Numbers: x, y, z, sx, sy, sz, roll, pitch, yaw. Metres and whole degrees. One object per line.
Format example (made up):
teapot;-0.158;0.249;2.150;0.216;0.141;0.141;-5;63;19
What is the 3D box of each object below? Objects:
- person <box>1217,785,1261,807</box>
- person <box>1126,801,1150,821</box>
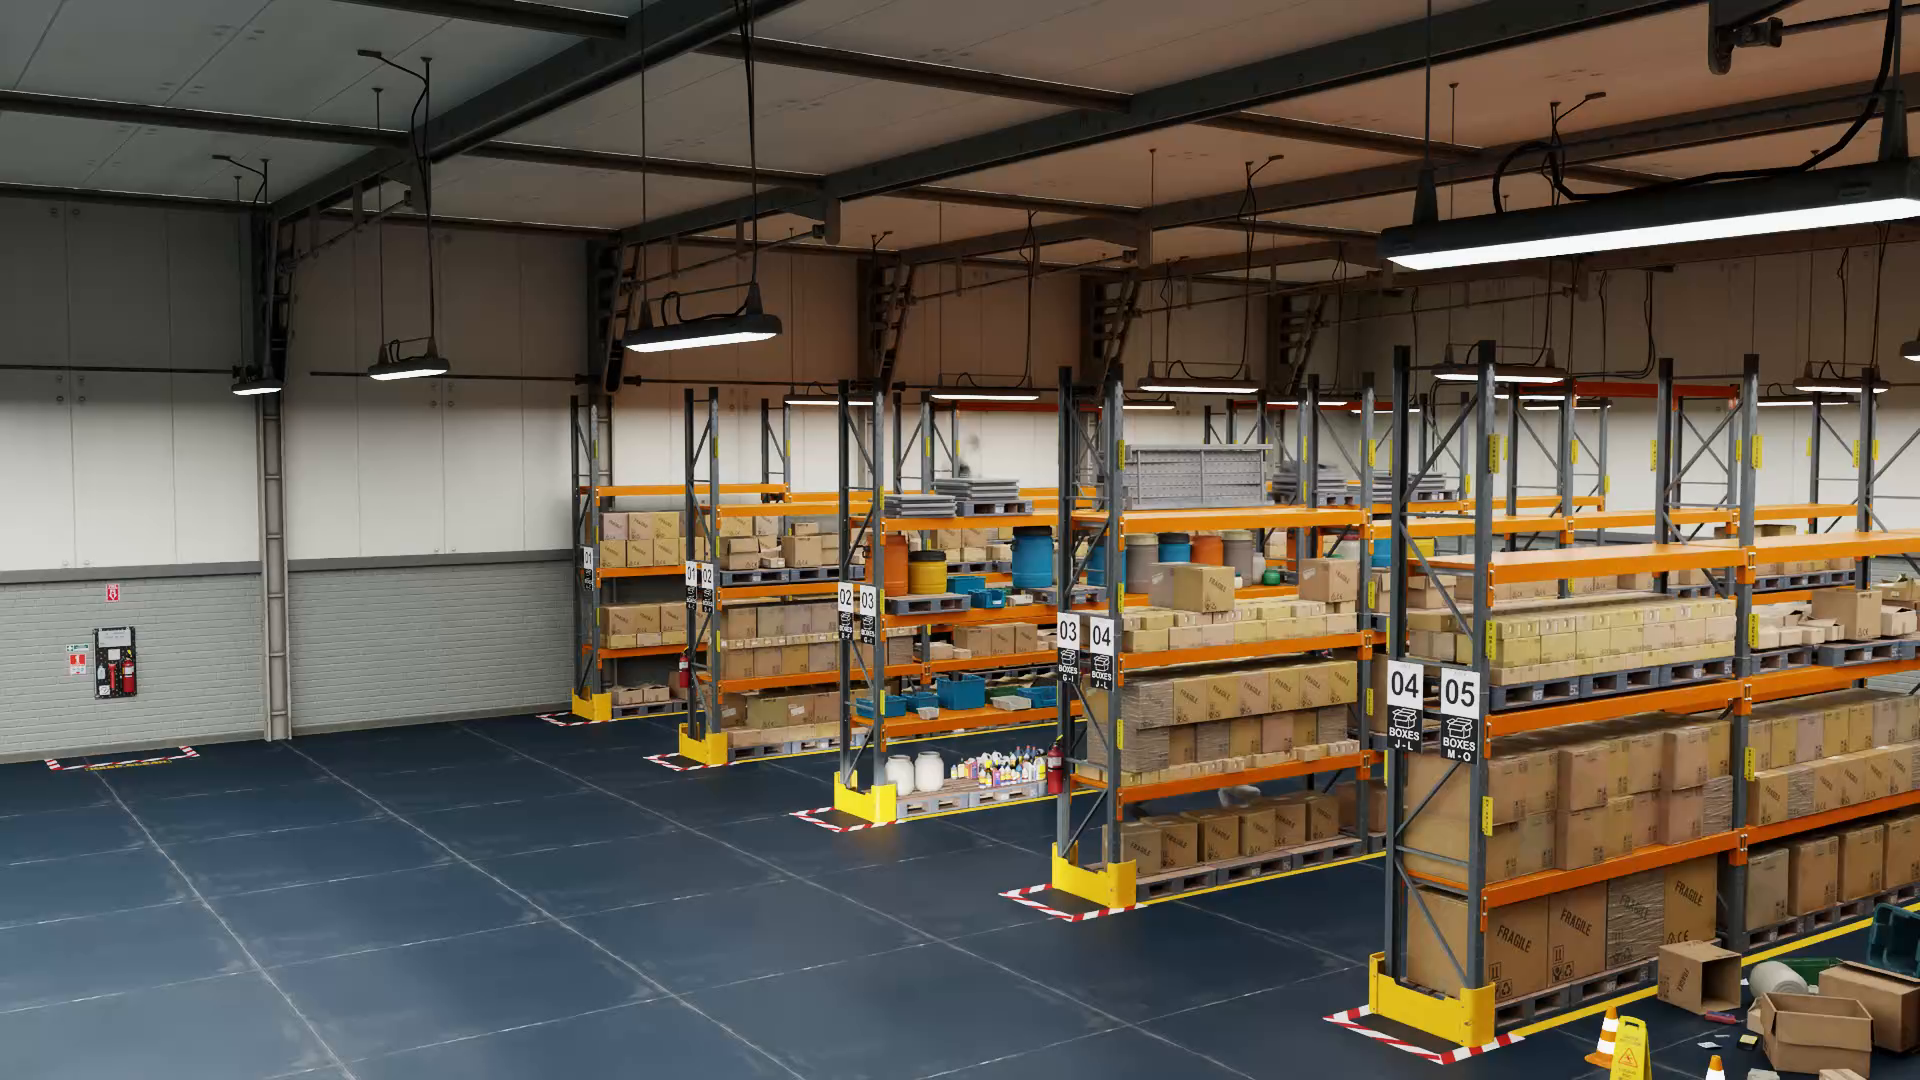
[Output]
person;3.726;2.956;22.299;0.702;1.756;0.721;-2;4;-29
person;2.284;3.077;21.207;0.603;1.607;0.556;-2;4;-33
